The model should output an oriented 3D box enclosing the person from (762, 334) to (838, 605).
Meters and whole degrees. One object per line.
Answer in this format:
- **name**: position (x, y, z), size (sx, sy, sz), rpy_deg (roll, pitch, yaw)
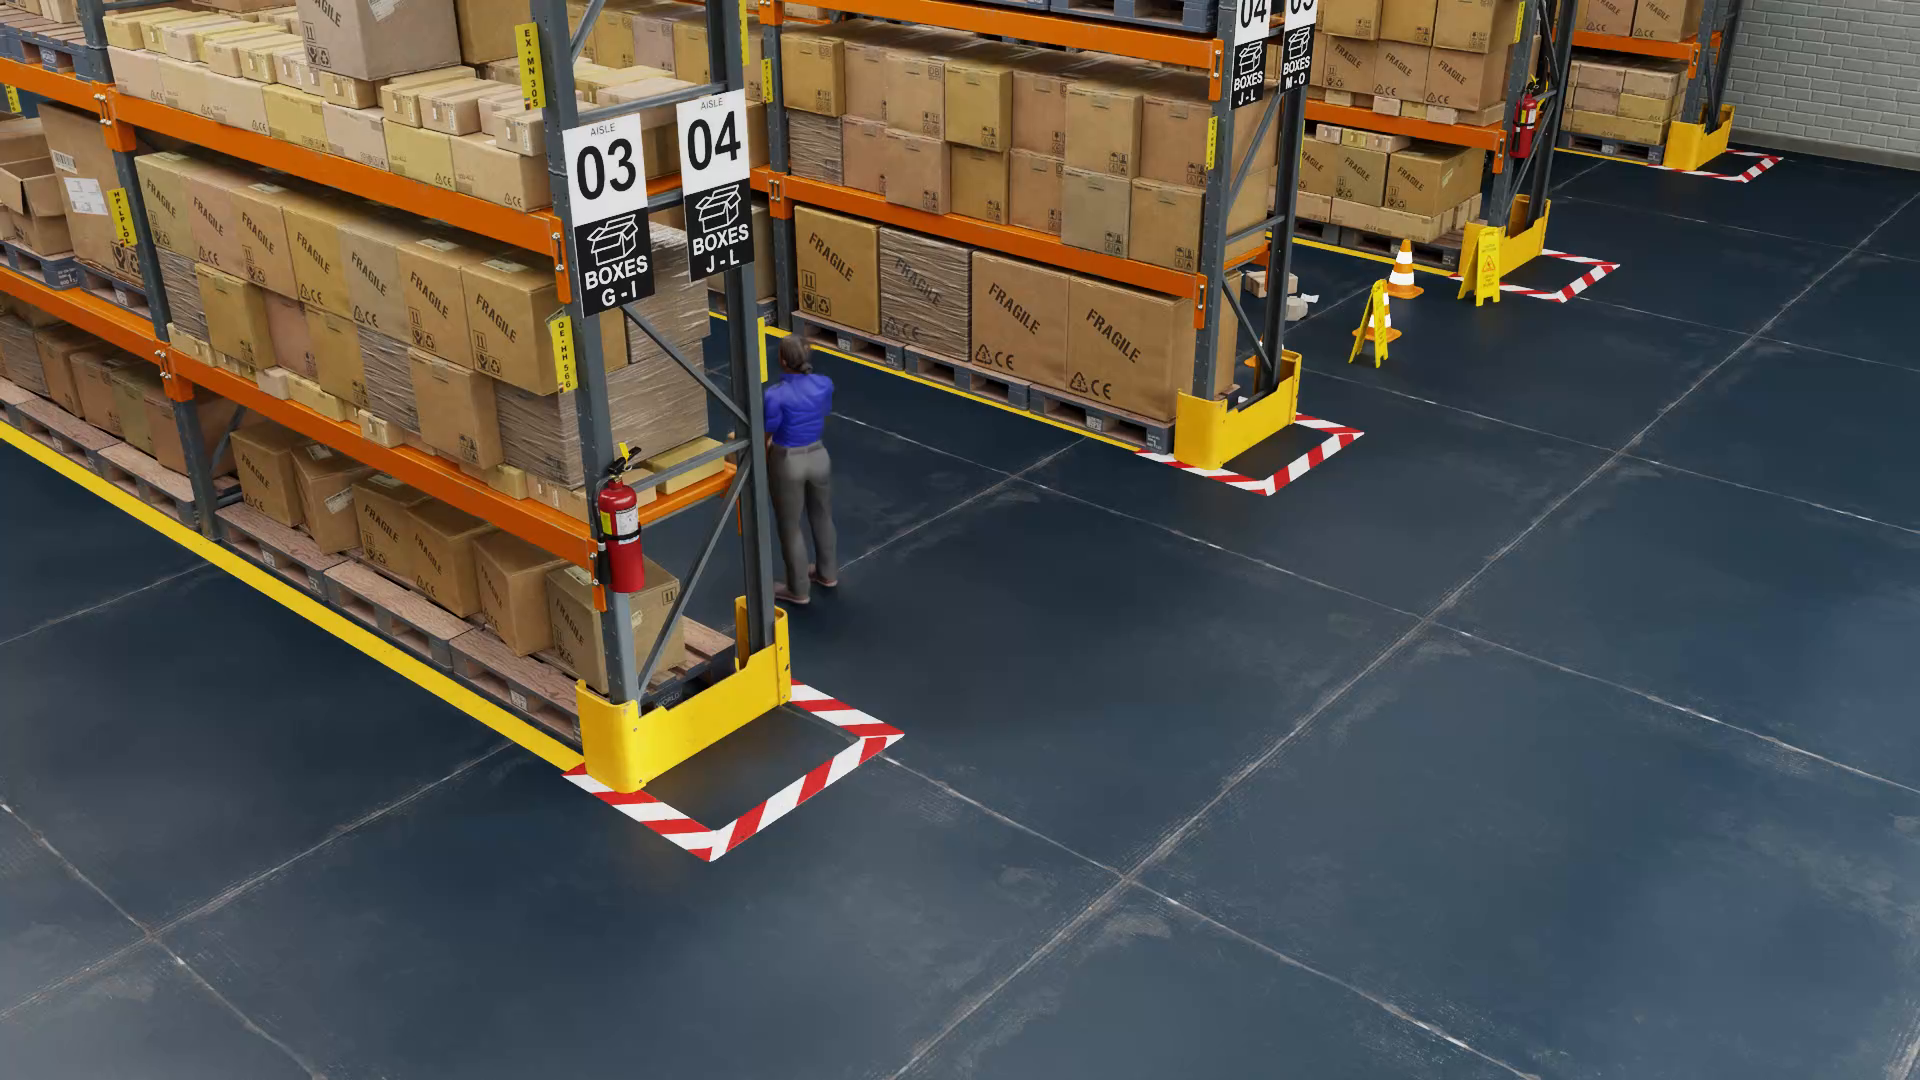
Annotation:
- **person**: position (-0.939, -0.419, 9.420), size (0.482, 1.656, 0.470), rpy_deg (-17, 32, -29)
